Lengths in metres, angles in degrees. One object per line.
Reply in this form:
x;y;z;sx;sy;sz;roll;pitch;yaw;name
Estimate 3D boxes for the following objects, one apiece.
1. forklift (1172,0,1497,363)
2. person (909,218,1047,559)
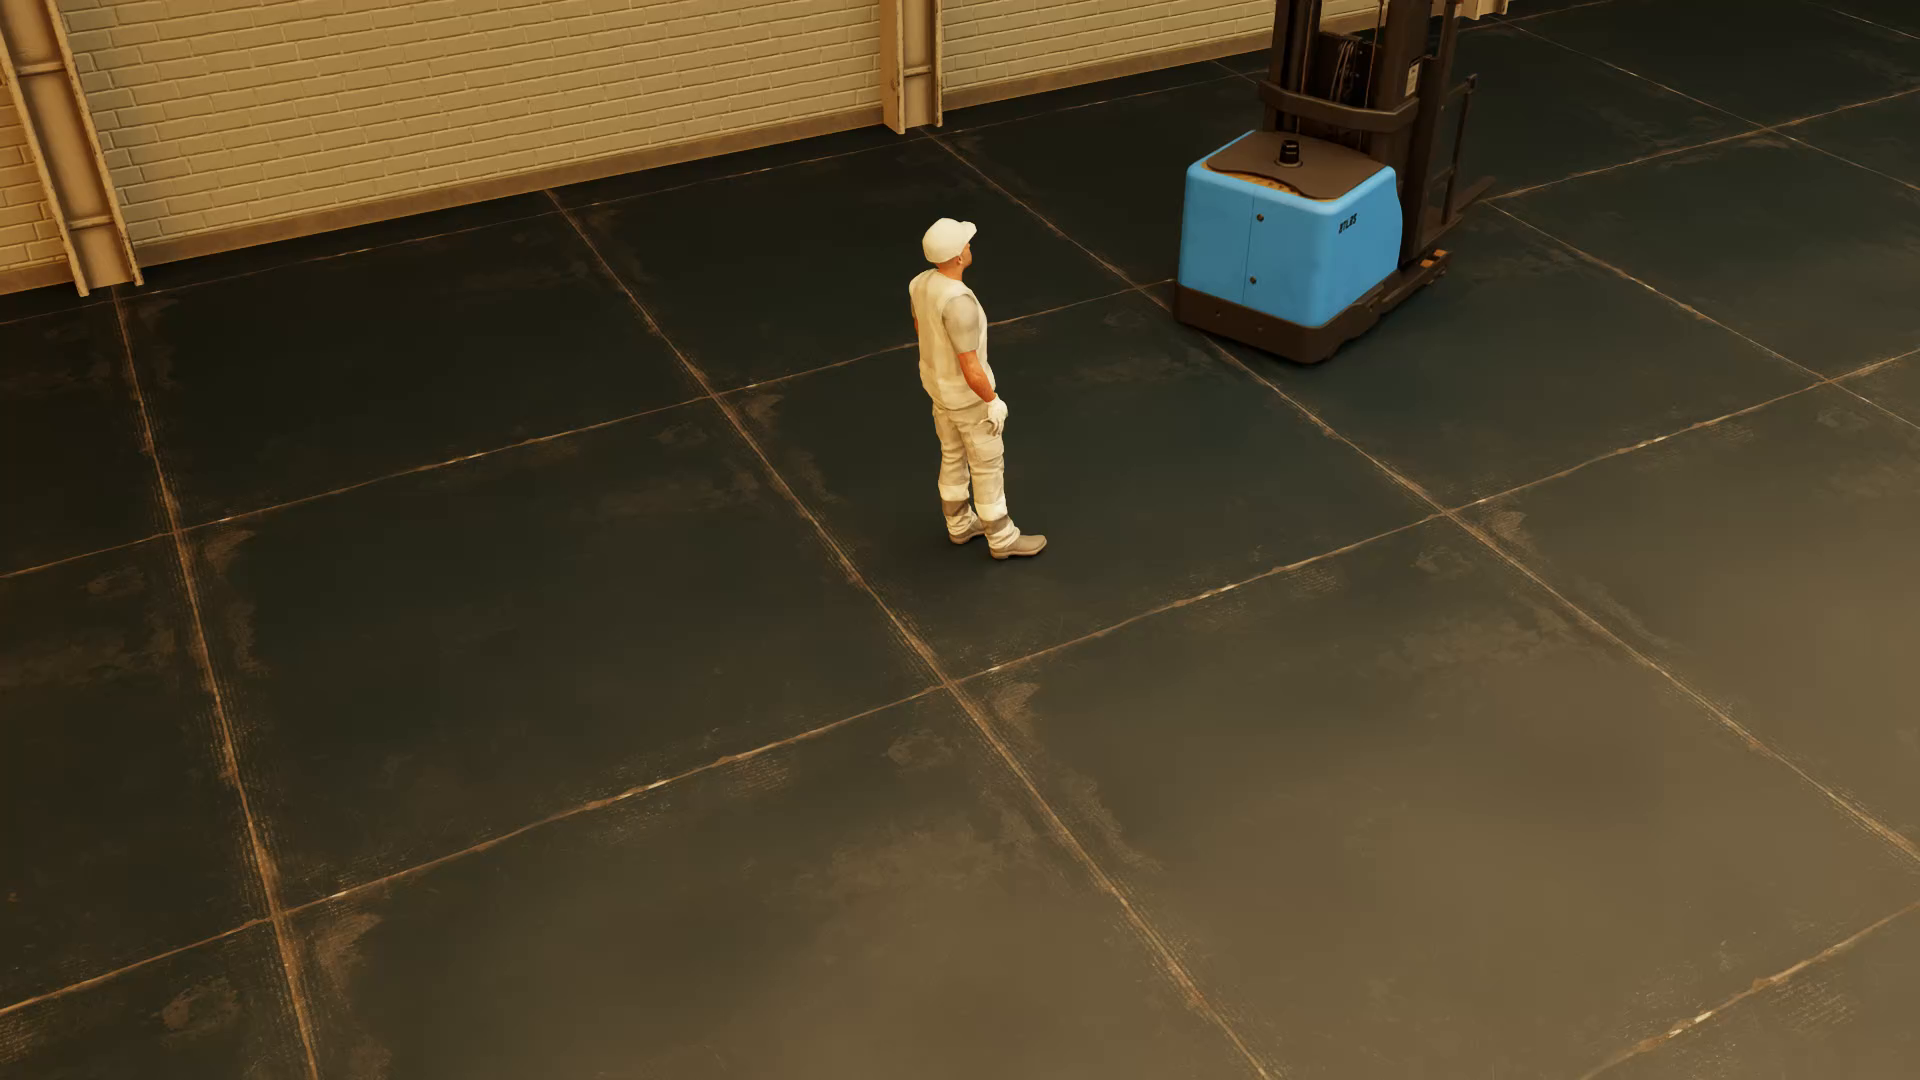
2.656;-3.054;10.443;1.130;2.935;3.031;25;42;31;forklift
0.076;-0.753;8.165;0.562;1.789;0.638;-17;39;-23;person
